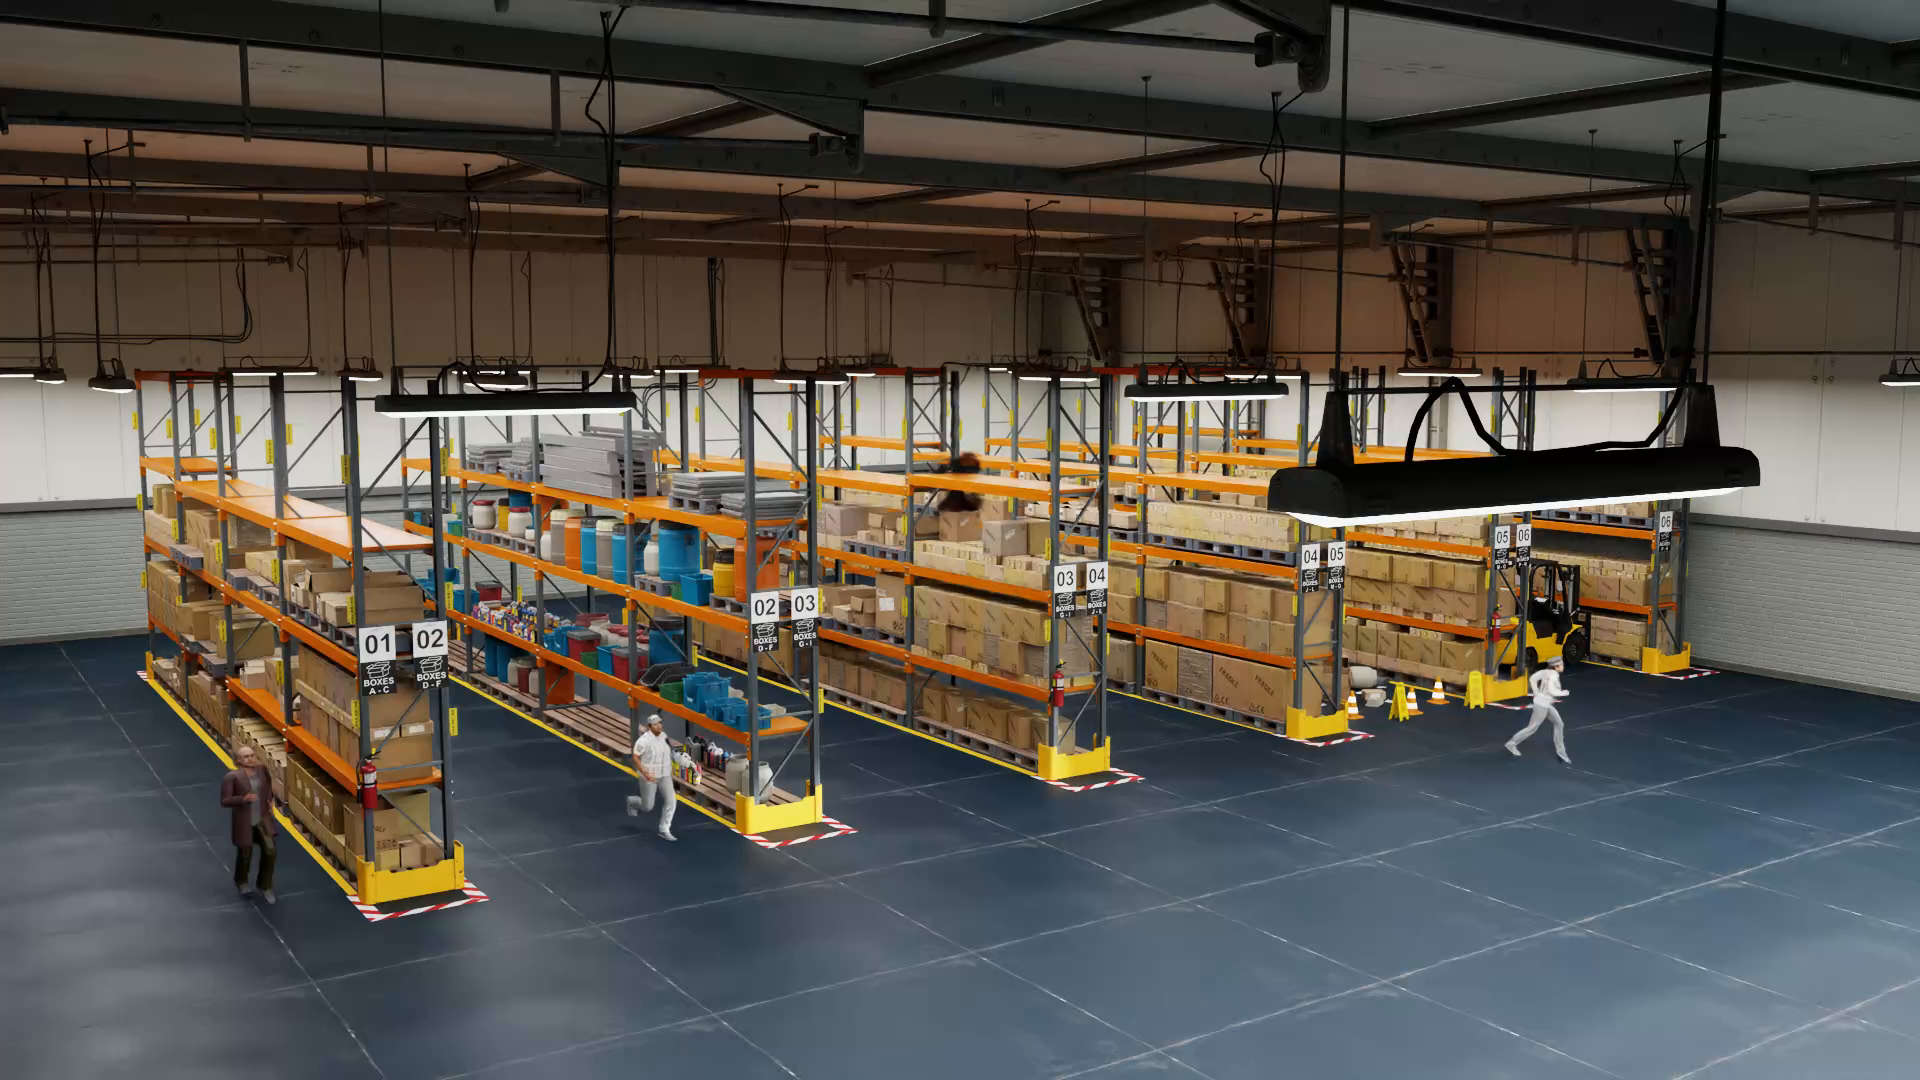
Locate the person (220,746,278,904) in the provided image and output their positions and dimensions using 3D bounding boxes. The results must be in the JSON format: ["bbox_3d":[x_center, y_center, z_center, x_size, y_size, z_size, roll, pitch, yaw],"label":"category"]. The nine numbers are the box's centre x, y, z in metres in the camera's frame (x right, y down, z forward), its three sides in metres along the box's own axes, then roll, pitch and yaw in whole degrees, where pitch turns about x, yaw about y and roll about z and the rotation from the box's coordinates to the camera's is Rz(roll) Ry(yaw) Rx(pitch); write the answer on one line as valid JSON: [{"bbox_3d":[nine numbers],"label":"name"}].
[{"bbox_3d":[-8.169,3.292,19.188,0.685,1.844,0.767,-6,9,-43],"label":"person"}]

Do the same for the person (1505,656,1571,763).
[{"bbox_3d":[8.969,2.614,25.739,0.992,1.695,0.612,2,7,15],"label":"person"}]

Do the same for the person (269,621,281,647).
[{"bbox_3d":[-13.700,1.696,33.471,0.636,1.762,0.746,2,7,19],"label":"person"}]

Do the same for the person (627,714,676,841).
[{"bbox_3d":[-4.024,3.094,21.817,0.600,1.642,0.810,-6,9,-44],"label":"person"}]
